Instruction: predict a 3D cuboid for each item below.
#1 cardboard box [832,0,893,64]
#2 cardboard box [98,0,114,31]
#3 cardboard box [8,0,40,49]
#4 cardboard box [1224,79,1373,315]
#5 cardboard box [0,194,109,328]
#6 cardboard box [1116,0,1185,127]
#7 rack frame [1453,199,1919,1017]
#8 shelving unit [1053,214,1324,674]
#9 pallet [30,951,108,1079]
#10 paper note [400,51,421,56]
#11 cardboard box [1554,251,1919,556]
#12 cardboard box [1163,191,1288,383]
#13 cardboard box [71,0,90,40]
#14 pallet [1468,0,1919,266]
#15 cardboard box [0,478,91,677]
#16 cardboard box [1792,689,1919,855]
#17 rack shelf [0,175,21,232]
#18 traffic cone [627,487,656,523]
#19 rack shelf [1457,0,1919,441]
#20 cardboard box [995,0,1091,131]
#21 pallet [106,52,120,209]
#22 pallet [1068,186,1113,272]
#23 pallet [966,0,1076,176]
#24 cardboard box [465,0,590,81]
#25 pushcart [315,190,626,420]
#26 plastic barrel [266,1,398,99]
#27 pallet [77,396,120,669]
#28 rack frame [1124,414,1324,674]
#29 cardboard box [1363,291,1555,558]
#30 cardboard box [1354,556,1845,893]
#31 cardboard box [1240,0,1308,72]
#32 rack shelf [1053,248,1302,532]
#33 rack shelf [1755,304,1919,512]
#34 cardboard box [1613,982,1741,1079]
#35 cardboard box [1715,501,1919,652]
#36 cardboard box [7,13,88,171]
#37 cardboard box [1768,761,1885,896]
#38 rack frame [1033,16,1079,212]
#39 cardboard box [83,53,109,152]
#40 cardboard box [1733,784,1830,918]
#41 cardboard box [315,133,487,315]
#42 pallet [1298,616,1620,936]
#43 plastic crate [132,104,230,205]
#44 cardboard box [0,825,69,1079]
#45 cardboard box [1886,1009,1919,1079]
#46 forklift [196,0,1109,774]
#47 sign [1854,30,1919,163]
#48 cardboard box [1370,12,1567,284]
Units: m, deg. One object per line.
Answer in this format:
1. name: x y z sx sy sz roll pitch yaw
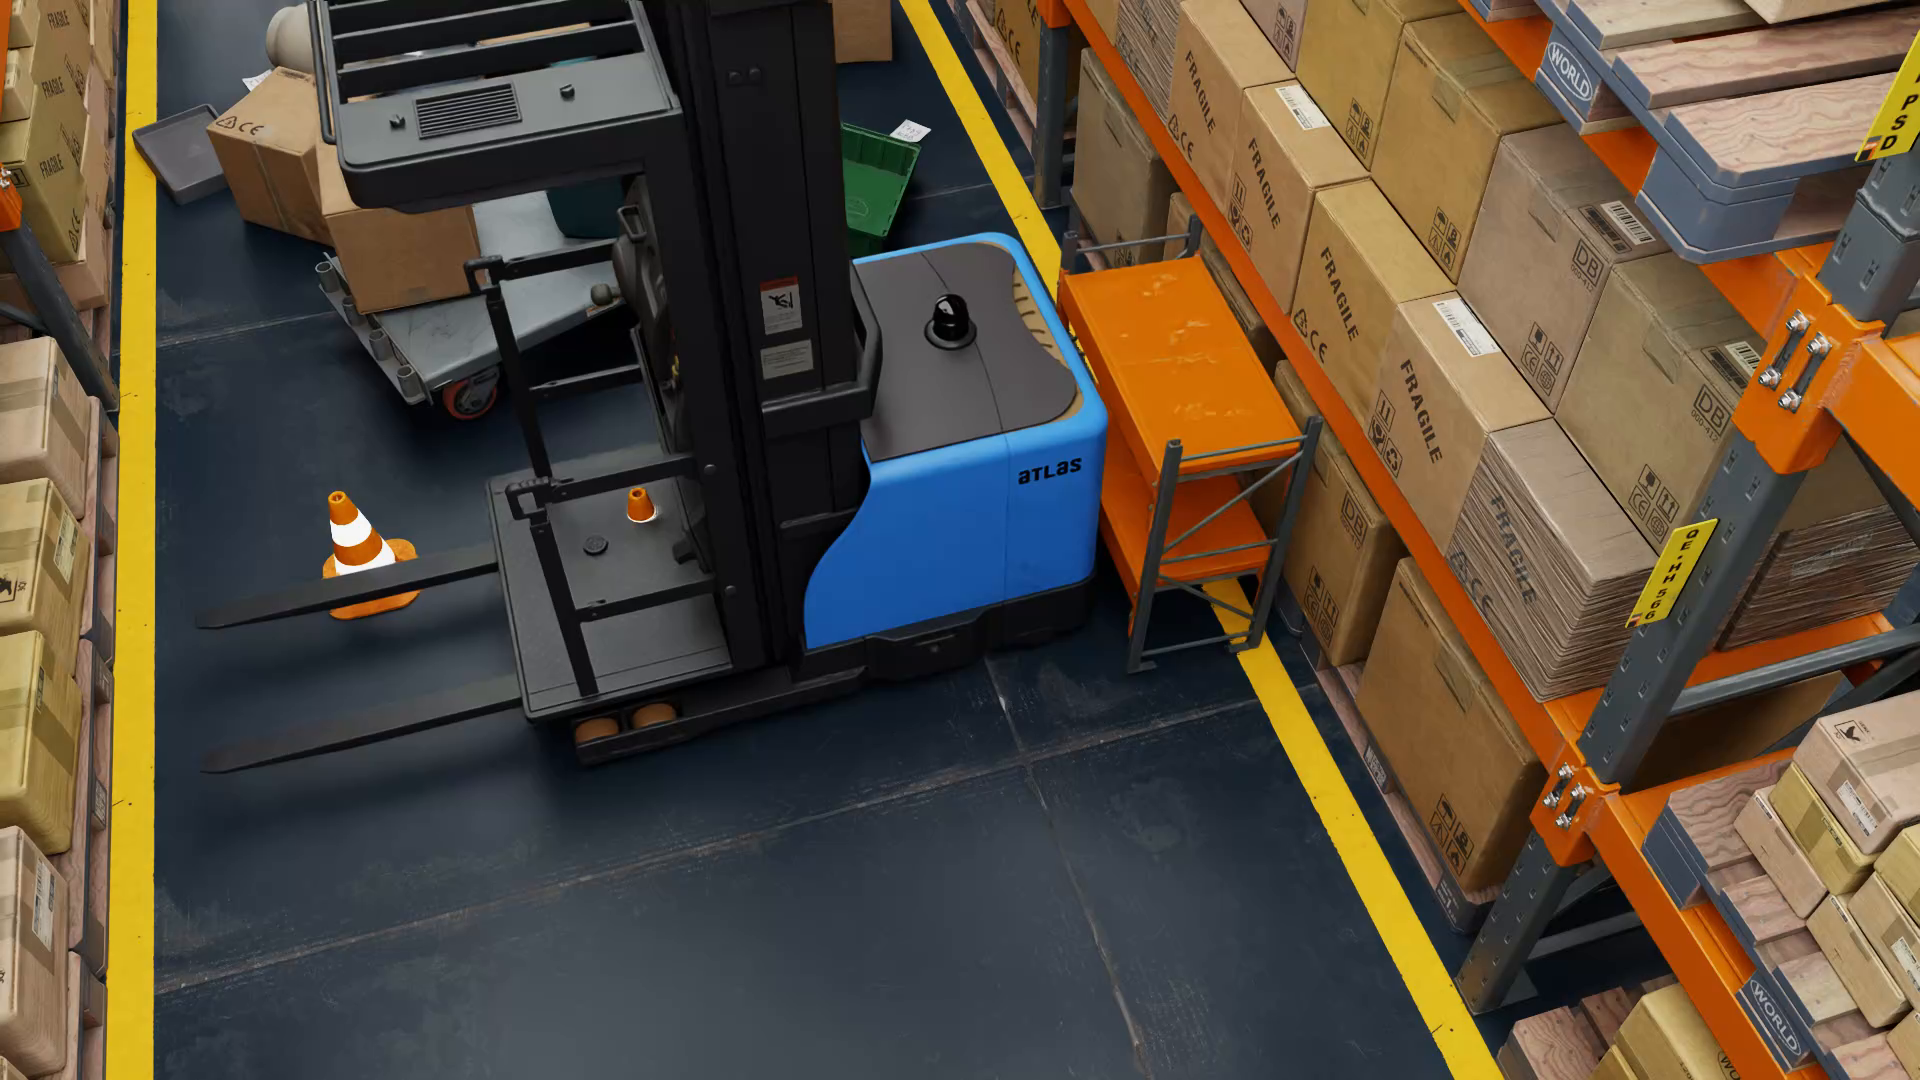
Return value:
1. cardboard box: -0.612 -2.699 8.197 0.500 0.500 0.500 -6 50 -5
2. cardboard box: -4.412 -2.670 8.063 0.500 0.250 0.500 -13 51 -11
3. cardboard box: -3.921 -2.081 6.651 0.380 0.149 0.250 -12 51 -10
4. cardboard box: 1.171 -1.084 5.137 0.500 0.500 0.500 -13 51 -10
5. cardboard box: -3.788 -1.150 6.782 0.500 0.250 0.500 -15 52 -13
6. cardboard box: 0.876 -1.821 5.758 0.500 0.500 0.500 -13 51 -11
7. rack frame: 2.011 0.319 4.019 1.000 3.000 0.127 -13 51 -11
8. shelving unit: 0.707 -0.329 5.769 0.538 1.125 1.048 -10 50 -12
9. pallet: -2.918 1.840 4.561 1.003 0.211 1.213 -13 51 -11
10. paper note: -2.765 -2.475 8.324 0.148 0.019 0.142 2 50 2
11. cardboard box: 1.887 -0.366 3.877 0.700 0.500 0.500 -14 51 -11
12. cardboard box: 1.379 -0.874 6.222 1.050 0.750 0.750 -13 51 -11
13. cardboard box: -4.268 -2.545 7.467 0.500 0.500 0.500 -14 51 -12
14. pallet: 1.769 -1.045 3.331 1.213 0.211 1.003 -11 51 -9
15. cardboard box: -3.498 0.209 5.556 0.950 0.372 0.625 -10 51 -9
16. cardboard box: 1.963 0.458 3.403 0.380 0.149 0.250 -13 51 -11
17. rack shelf: -3.280 0.283 4.520 1.077 0.370 4.000 -13 51 -11
18. traffic cone: -1.126 -0.017 5.962 0.336 0.463 0.334 -13 51 -11
19. rack shelf: 1.419 -1.877 4.379 1.077 0.370 4.000 -13 51 -11
20. cardboard box: 0.708 -2.528 7.534 0.875 0.875 0.875 -13 51 -10
21. pallet: -4.468 -1.886 7.702 1.003 0.211 1.213 -13 51 -11
22. pallet: 1.128 -1.157 7.087 1.003 0.211 1.213 -13 51 -11
23. pallet: 0.677 -2.277 8.031 1.003 0.211 1.213 -13 51 -11
24. cardboard box: -1.832 -2.178 7.668 0.797 0.637 0.503 -13 51 -11
25. pushcart: -1.708 -1.116 6.944 1.648 0.377 0.936 -30 56 -23
26. plastic barrel: -2.997 -2.334 7.941 0.512 0.421 0.421 18 52 14
27. pallet: -3.639 0.058 6.063 1.003 0.211 1.213 -13 51 -11
28. rack frame: 0.842 0.042 5.448 0.500 1.125 0.032 -10 50 -12
29. cardboard box: 1.475 -0.346 4.514 0.500 0.500 0.500 -13 51 -11
30. cardboard box: 1.916 0.444 5.111 1.050 0.750 0.750 -14 51 -11
31. cardboard box: 1.283 -1.851 5.129 0.700 0.500 0.500 -13 51 -11
32. rack shelf: 0.719 -0.523 5.550 0.538 0.278 1.000 -10 50 -12
33. rack shelf: 2.602 1.045 1.916 1.077 0.370 4.000 -13 51 -11
34. cardboard box: 1.983 1.306 4.057 0.500 0.250 0.500 -15 52 -13
35. cardboard box: 2.136 -0.102 4.309 0.500 0.500 0.500 -13 51 -11
36. cardboard box: -3.957 -1.780 6.822 0.500 0.500 0.500 -11 51 -10
37. cardboard box: 1.962 0.567 3.505 0.380 0.149 0.250 -11 51 -9
38. rack frame: 0.828 -2.602 6.482 1.000 3.000 0.127 -13 51 -11
39. cardboard box: -4.116 -1.925 7.434 0.500 0.250 0.500 -14 51 -11
40. cardboard box: 1.950 0.637 3.641 0.380 0.149 0.250 -14 51 -11
41. cardboard box: -2.180 -1.272 6.500 0.500 0.500 0.500 -13 51 -11
42. pallet: 1.849 0.625 5.585 1.003 0.211 1.213 -13 51 -11
43. plastic crate: -3.552 -1.800 7.715 0.402 0.080 0.583 -30 56 -23
44. cardboard box: -3.072 1.272 4.660 0.950 0.372 0.625 -14 51 -12
45. cardboard box: 2.109 1.030 3.309 0.380 0.149 0.250 -11 51 -9
46. forklift: -1.094 -0.647 4.879 3.031 2.935 1.130 -14 51 -11
47. sign: 1.478 -0.720 2.544 0.100 0.325 0.005 -13 51 -11
48. cardboard box: 1.583 -1.109 4.503 0.700 0.500 0.500 -14 51 -12
